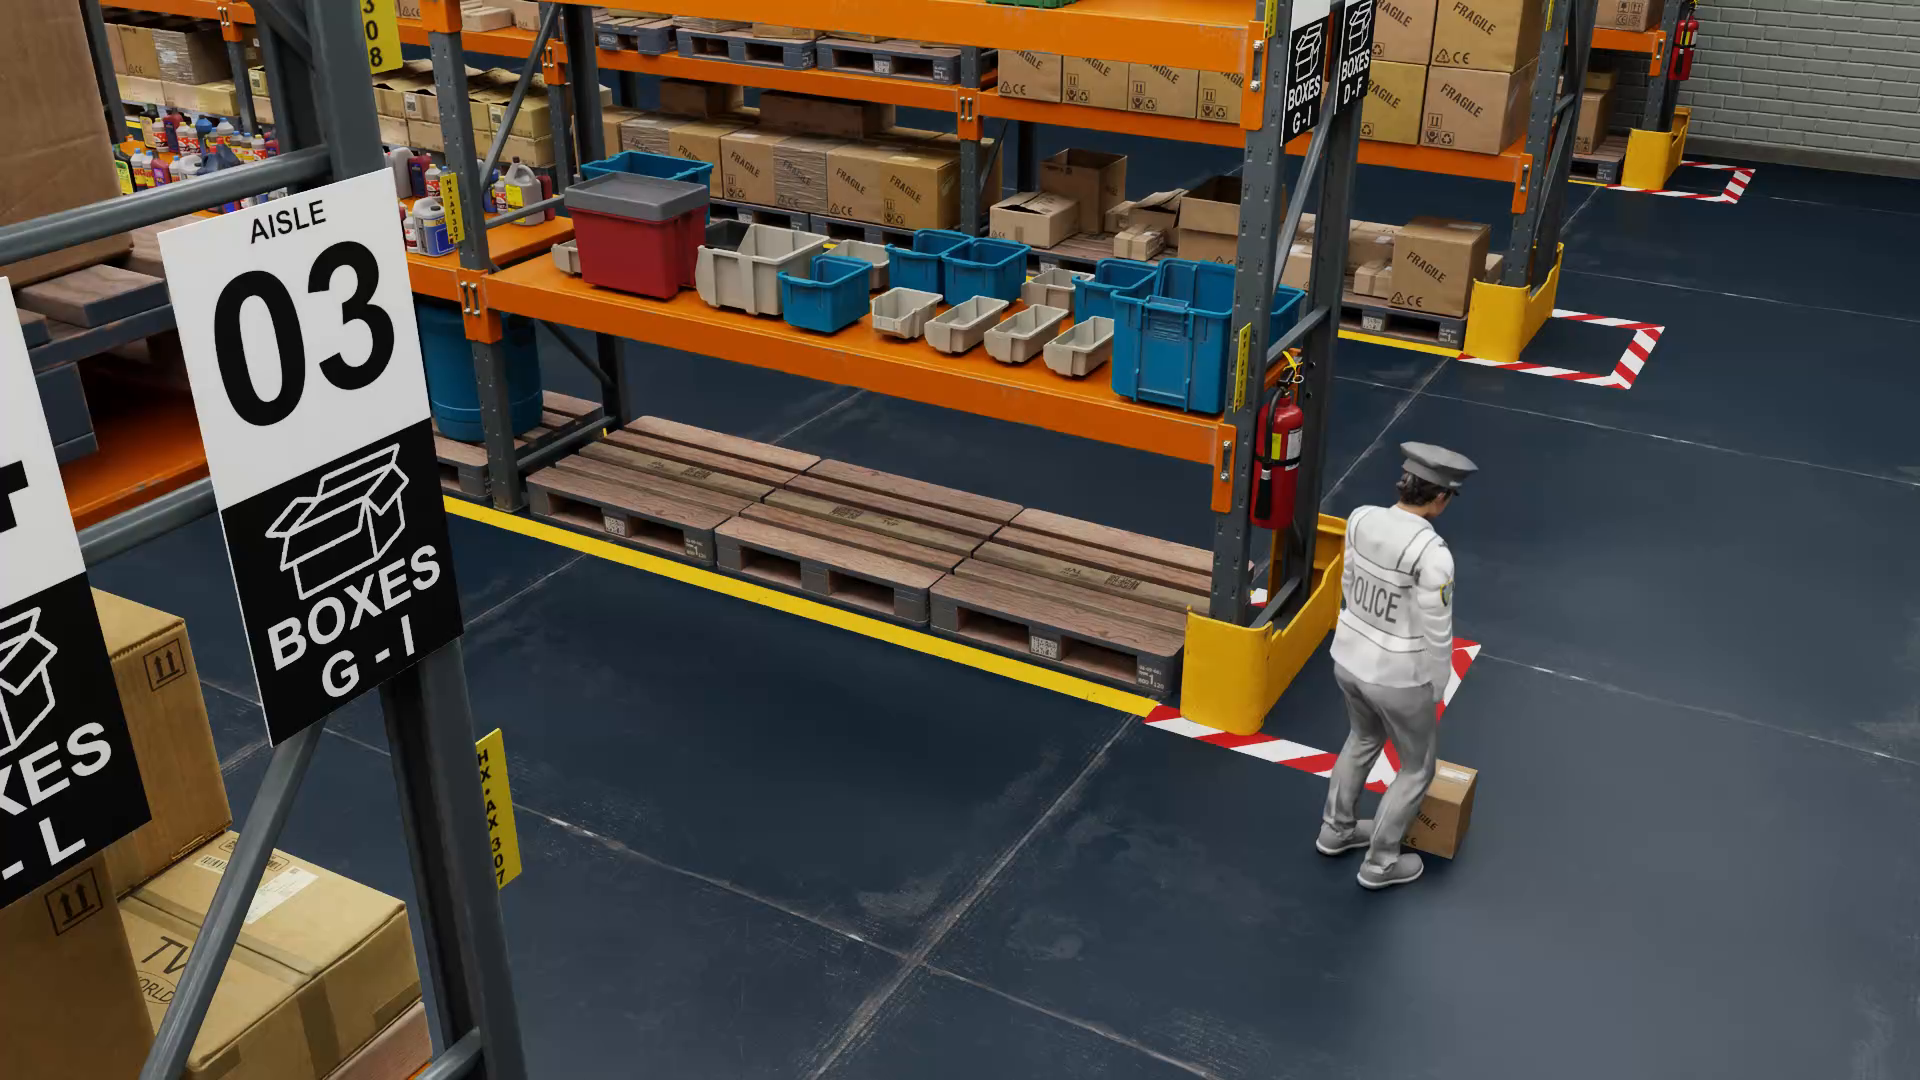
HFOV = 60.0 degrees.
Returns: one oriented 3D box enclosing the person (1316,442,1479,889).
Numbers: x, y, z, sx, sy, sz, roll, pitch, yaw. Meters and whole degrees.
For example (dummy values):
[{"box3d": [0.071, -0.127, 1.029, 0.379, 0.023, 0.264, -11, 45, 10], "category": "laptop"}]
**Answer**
[{"box3d": [1.500, 0.437, 5.793, 0.428, 1.635, 0.496, -14, 30, -25], "category": "person"}]
